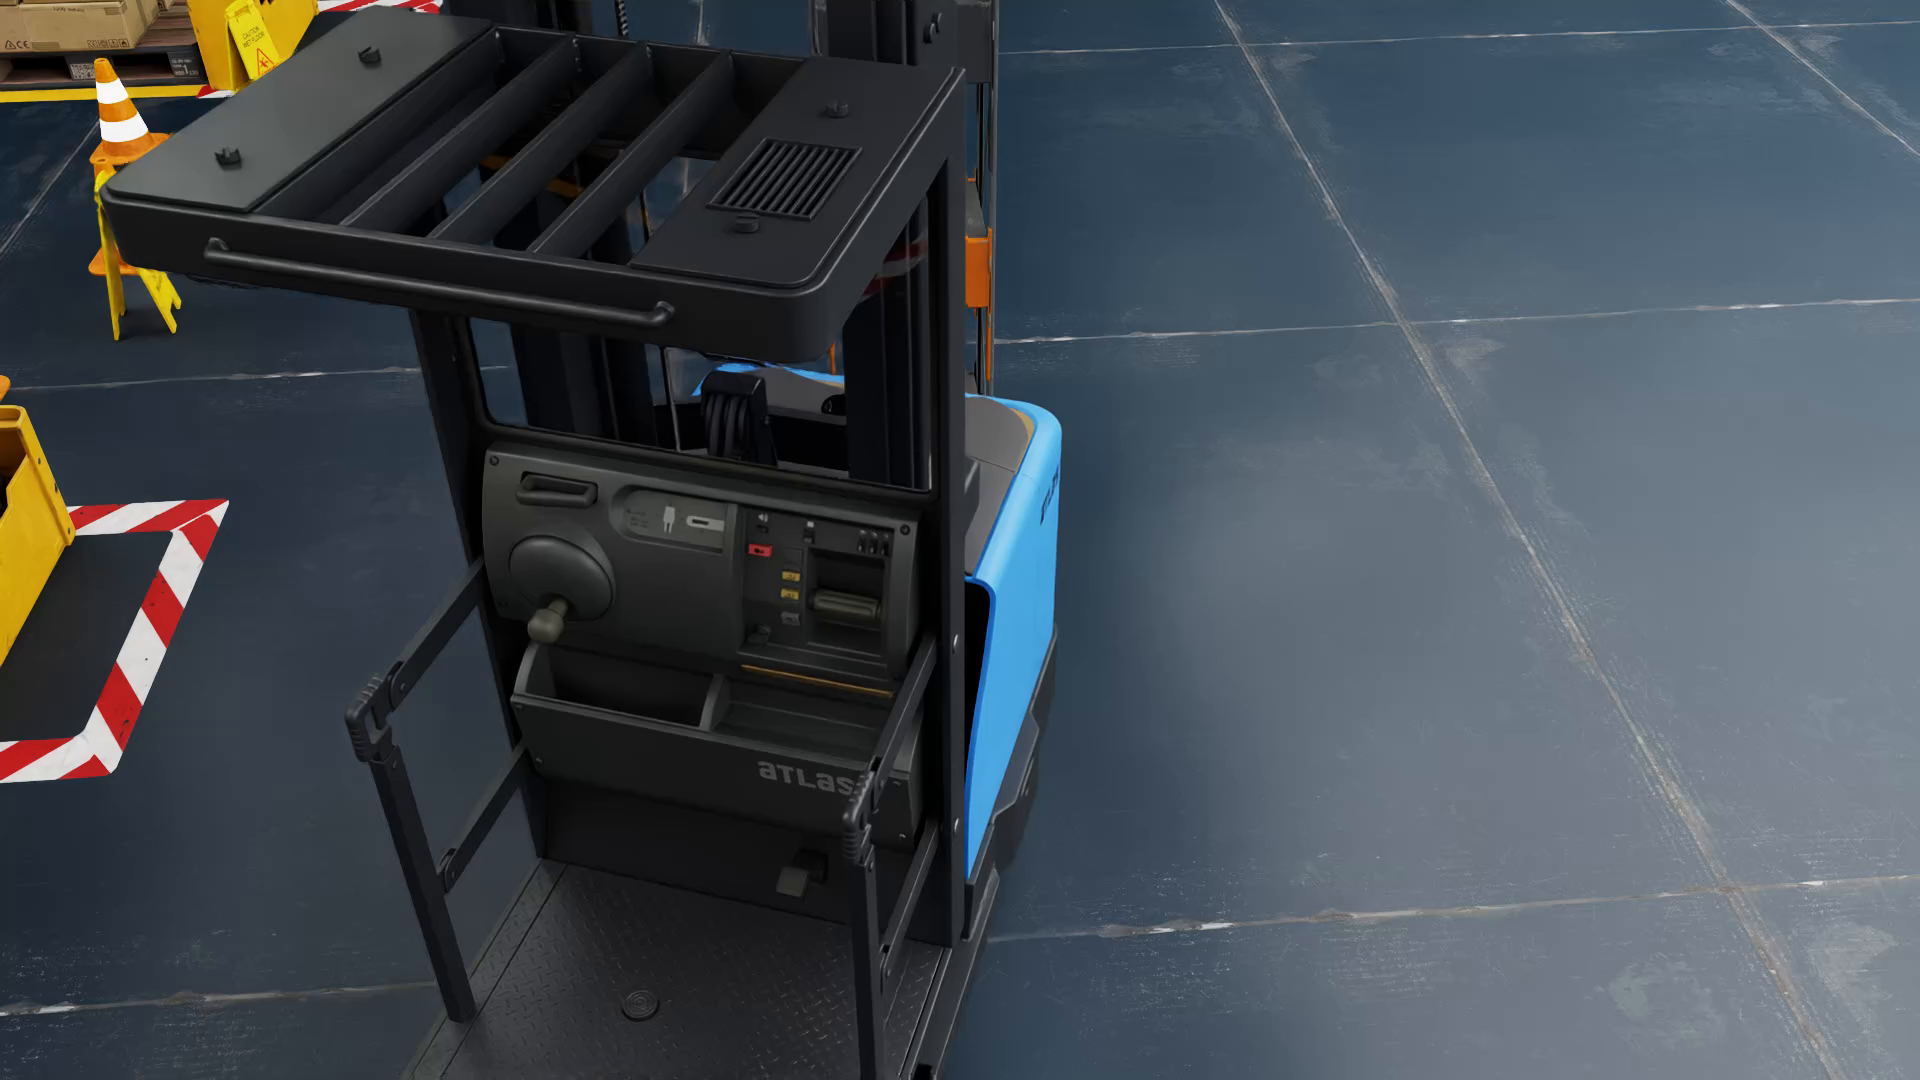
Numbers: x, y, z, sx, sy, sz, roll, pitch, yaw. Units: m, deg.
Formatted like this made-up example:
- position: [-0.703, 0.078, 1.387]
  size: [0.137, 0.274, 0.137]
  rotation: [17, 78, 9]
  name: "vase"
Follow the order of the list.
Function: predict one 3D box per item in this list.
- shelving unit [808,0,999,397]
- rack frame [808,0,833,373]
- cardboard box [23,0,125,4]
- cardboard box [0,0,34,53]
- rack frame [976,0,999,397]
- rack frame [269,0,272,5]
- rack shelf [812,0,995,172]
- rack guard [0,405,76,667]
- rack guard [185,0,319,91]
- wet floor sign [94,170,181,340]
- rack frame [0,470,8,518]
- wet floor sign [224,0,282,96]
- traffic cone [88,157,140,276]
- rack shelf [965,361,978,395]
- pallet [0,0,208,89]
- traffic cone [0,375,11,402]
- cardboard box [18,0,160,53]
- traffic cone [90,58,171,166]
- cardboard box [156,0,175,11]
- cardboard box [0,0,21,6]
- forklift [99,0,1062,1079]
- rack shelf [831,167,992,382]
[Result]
- position: [-0.165, -0.815, 5.088]
  size: [0.503, 2.100, 0.431]
  rotation: [-3, 38, -4]
  name: "shelving unit"
- position: [-0.408, -0.802, 5.071]
  size: [0.015, 2.100, 0.400]
  rotation: [-3, 38, -4]
  name: "rack frame"
- position: [-4.534, -3.087, 8.516]
  size: [0.500, 0.500, 0.500]
  rotation: [-3, 38, -4]
  name: "cardboard box"
- position: [-5.058, -2.763, 8.711]
  size: [0.500, 0.250, 0.500]
  rotation: [-3, 38, -4]
  name: "cardboard box"
- position: [0.078, -0.829, 5.105]
  size: [0.015, 2.100, 0.400]
  rotation: [-3, 38, -4]
  name: "rack frame"
- position: [-3.760, -3.912, 8.286]
  size: [0.127, 3.000, 1.000]
  rotation: [-3, 38, -4]
  name: "rack frame"
- position: [-0.165, -1.354, 4.663]
  size: [0.480, 0.518, 0.431]
  rotation: [-3, 38, -4]
  name: "rack shelf"
- position: [-3.197, 0.117, 5.198]
  size: [0.348, 0.500, 1.175]
  rotation: [-3, 38, -4]
  name: "rack guard"
- position: [-3.835, -2.926, 9.055]
  size: [0.348, 0.500, 1.175]
  rotation: [-3, 38, -4]
  name: "rack guard"
- position: [-3.367, -1.162, 6.702]
  size: [0.232, 0.644, 0.267]
  rotation: [-9, 39, -12]
  name: "wet floor sign"
- position: [-3.220, -0.863, 4.422]
  size: [0.127, 3.000, 1.000]
  rotation: [-3, 38, -4]
  name: "rack frame"
- position: [-3.476, -2.338, 8.192]
  size: [0.232, 0.644, 0.267]
  rotation: [9, 39, 12]
  name: "wet floor sign"
- position: [-3.637, -1.430, 7.189]
  size: [0.334, 0.463, 0.336]
  rotation: [-3, 38, -4]
  name: "traffic cone"
- position: [-0.165, -0.255, 5.530]
  size: [0.480, 0.518, 0.431]
  rotation: [-3, 38, -4]
  name: "rack shelf"
- position: [-4.648, -2.790, 9.116]
  size: [1.213, 0.211, 1.003]
  rotation: [-3, 38, -4]
  name: "pallet"
- position: [-3.875, -0.714, 6.282]
  size: [0.334, 0.463, 0.336]
  rotation: [-3, 38, -4]
  name: "traffic cone"
- position: [-4.565, -2.786, 8.740]
  size: [0.500, 0.250, 0.500]
  rotation: [-3, 38, -4]
  name: "cardboard box"
- position: [-4.074, -2.096, 8.033]
  size: [0.334, 0.463, 0.336]
  rotation: [-3, 38, -4]
  name: "traffic cone"
- position: [-4.588, -3.124, 9.168]
  size: [0.500, 0.250, 0.500]
  rotation: [-3, 38, -4]
  name: "cardboard box"
- position: [-5.054, -3.056, 8.477]
  size: [0.500, 0.500, 0.500]
  rotation: [-2, 38, -2]
  name: "cardboard box"
- position: [-0.592, 0.133, 3.215]
  size: [1.130, 2.935, 3.031]
  rotation: [10, 39, 12]
  name: "forklift"
- position: [-0.165, -0.805, 5.097]
  size: [0.480, 0.518, 0.431]
  rotation: [-3, 38, -4]
  name: "rack shelf"
